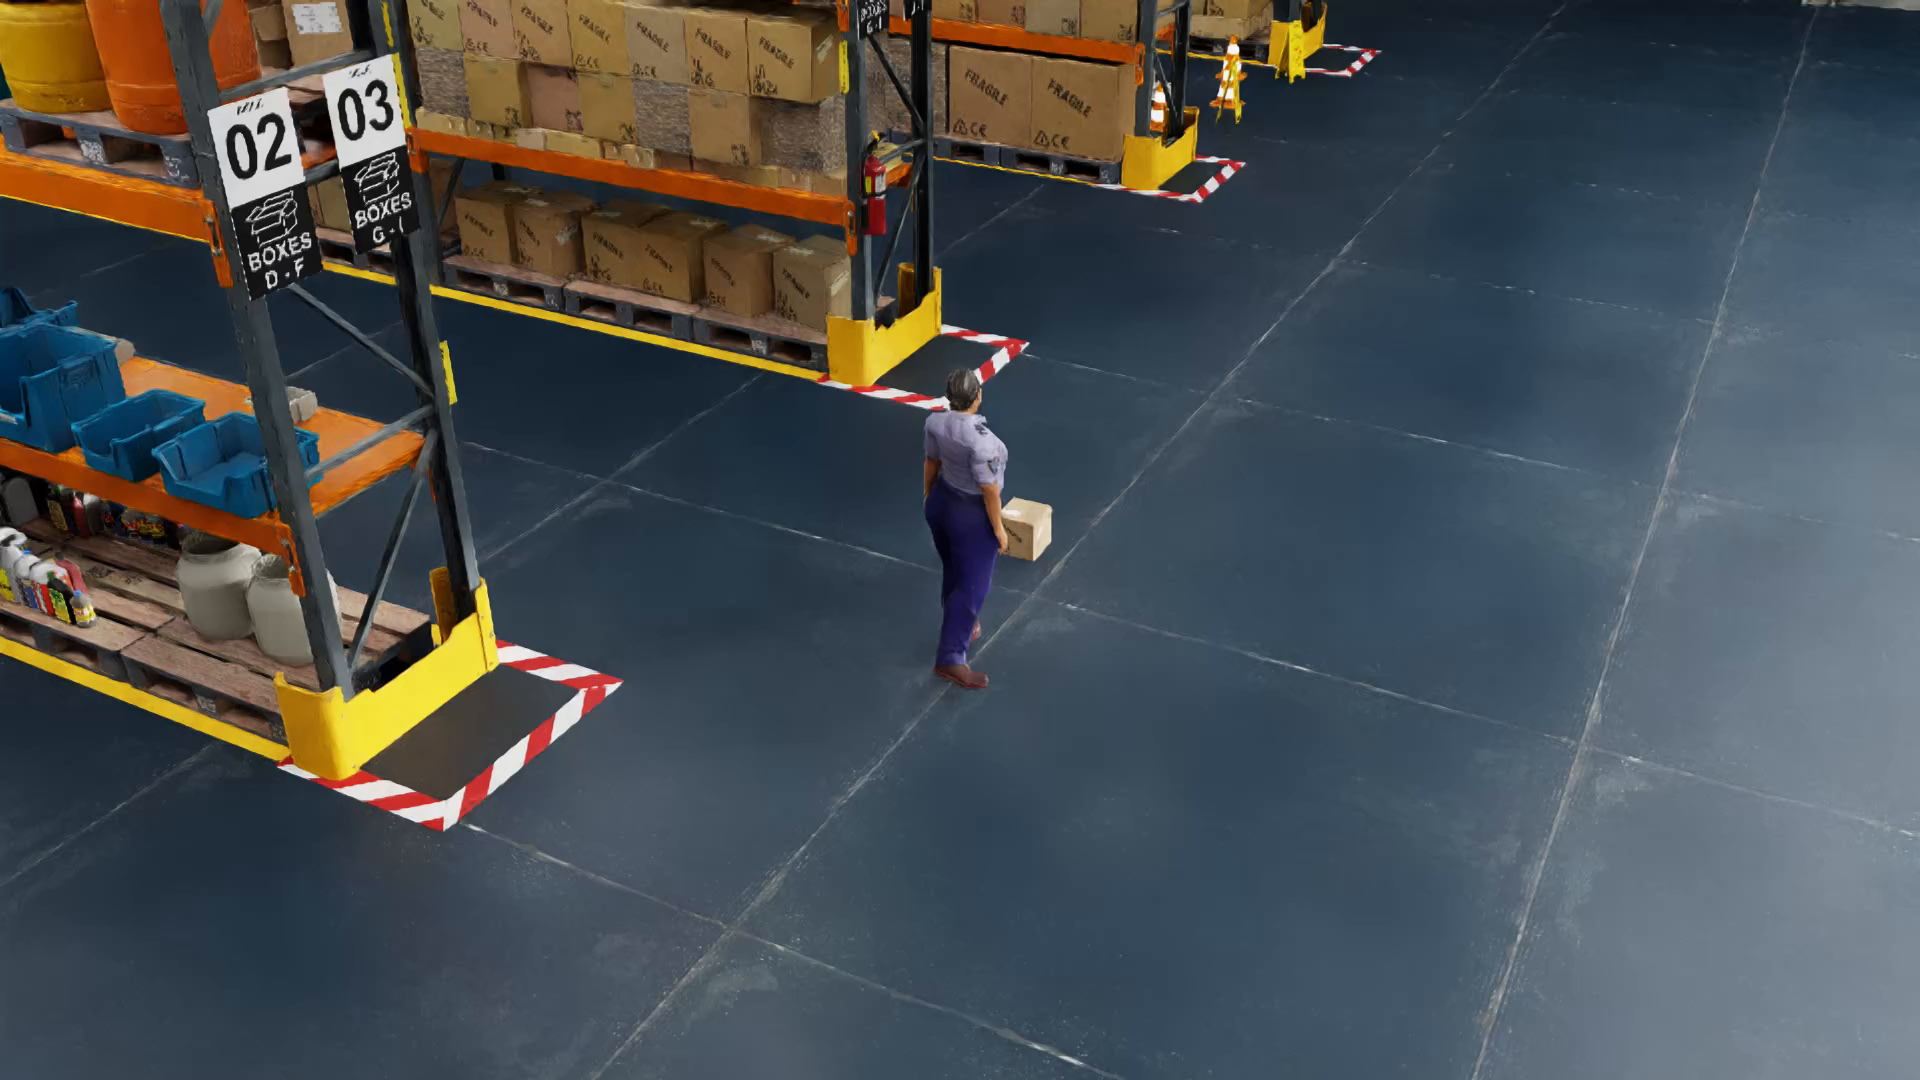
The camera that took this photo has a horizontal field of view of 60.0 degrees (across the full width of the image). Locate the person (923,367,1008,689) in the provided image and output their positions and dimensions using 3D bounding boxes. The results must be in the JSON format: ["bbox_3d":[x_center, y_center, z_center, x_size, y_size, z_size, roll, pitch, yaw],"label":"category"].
[{"bbox_3d":[0.004,-0.092,8.466,0.521,1.648,0.652,-23,37,-34],"label":"person"}]
